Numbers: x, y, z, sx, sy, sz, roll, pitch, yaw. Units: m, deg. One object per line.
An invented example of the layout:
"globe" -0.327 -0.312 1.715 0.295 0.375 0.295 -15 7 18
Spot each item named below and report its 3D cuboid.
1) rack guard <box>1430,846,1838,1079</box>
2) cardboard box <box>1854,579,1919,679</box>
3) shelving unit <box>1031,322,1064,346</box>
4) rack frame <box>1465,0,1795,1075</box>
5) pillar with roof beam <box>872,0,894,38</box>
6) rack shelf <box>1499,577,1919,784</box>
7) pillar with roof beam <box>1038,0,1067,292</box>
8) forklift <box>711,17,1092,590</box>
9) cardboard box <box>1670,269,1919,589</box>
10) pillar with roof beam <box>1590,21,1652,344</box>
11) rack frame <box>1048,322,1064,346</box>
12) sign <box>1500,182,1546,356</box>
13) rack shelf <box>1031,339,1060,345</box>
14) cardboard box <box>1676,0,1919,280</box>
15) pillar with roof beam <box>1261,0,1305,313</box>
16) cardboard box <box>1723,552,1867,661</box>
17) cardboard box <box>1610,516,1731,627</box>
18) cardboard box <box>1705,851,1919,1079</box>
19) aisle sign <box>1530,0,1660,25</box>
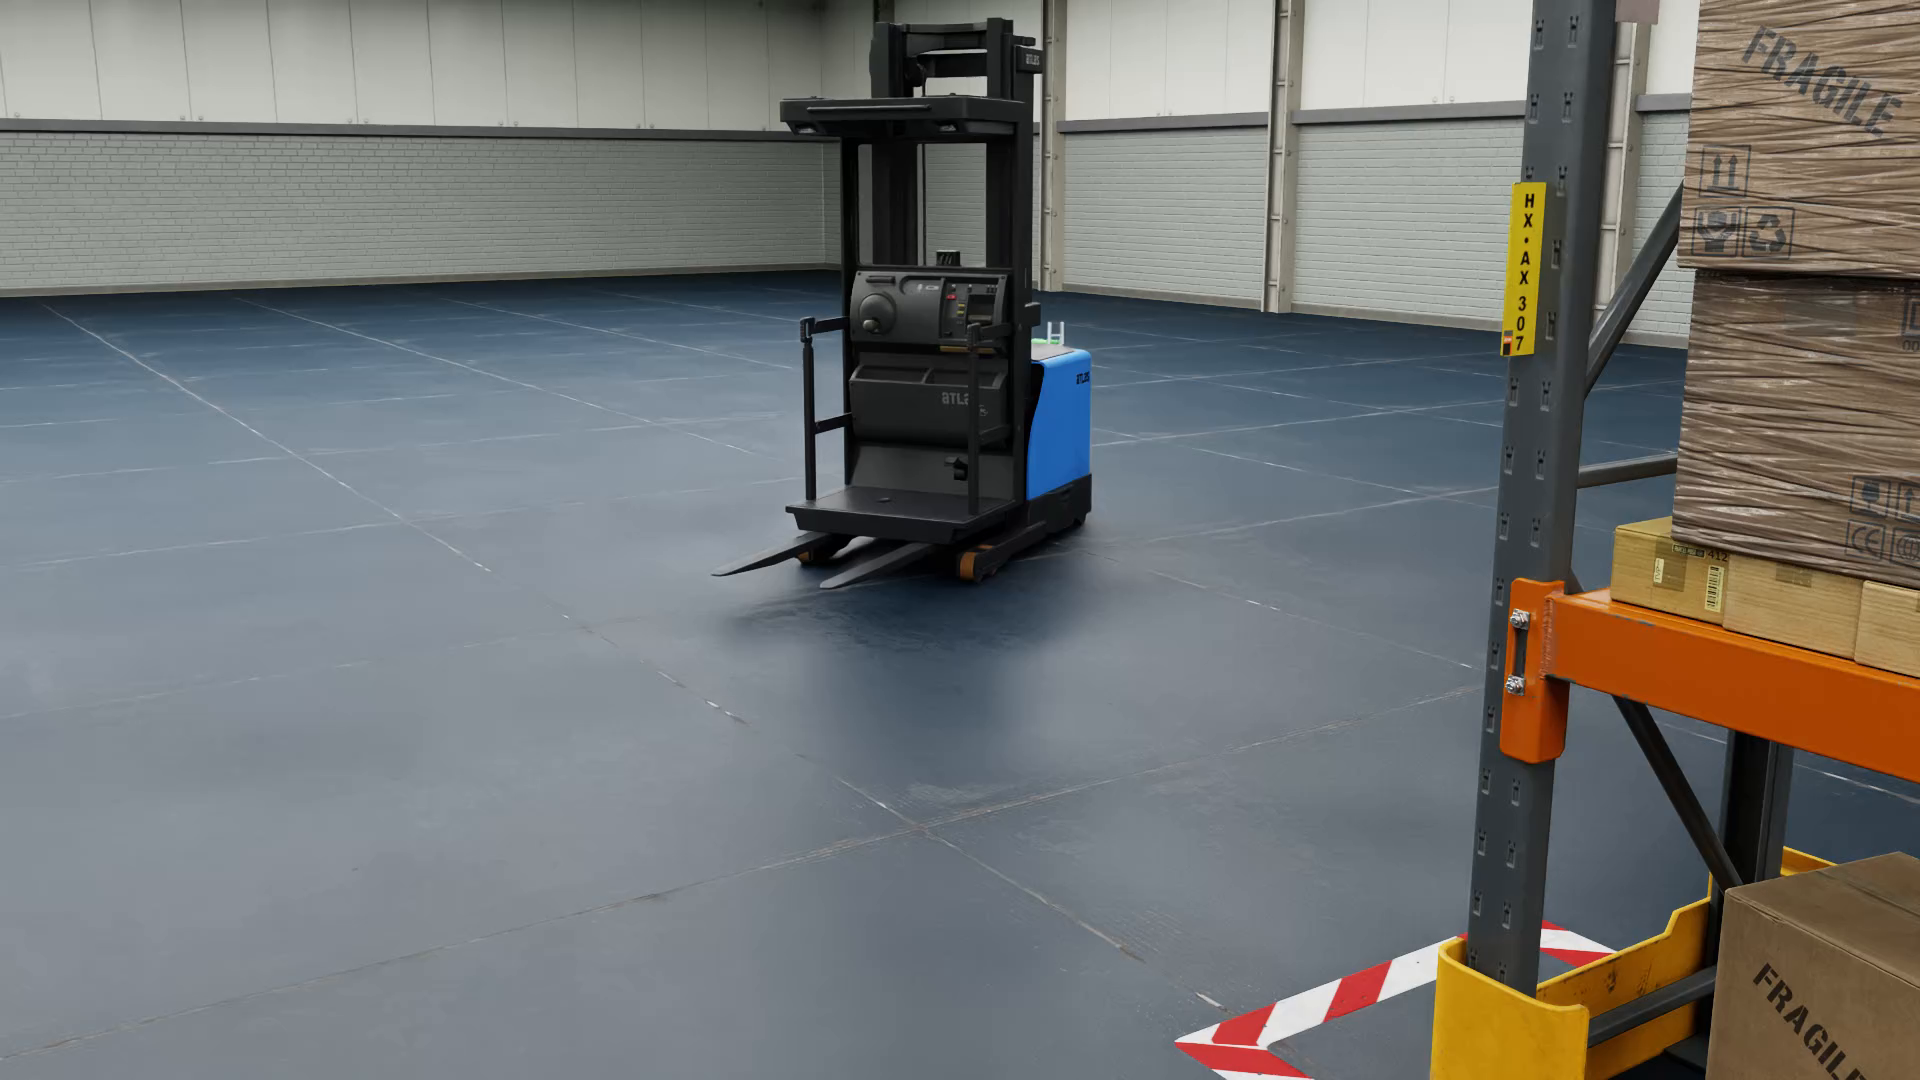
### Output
"rack guard" 1.571 1.077 3.765 1.175 0.500 0.348 -8 15 -33
"cardboard box" 1.737 0.137 2.801 0.380 0.149 0.250 -8 15 -33
"shelving unit" 0.372 -0.811 10.728 0.503 1.200 0.258 6 10 24
"rack frame" 1.529 -0.157 3.560 1.000 3.000 0.127 -8 15 -33
"pillar with roof beam" -5.198 -9.651 32.929 9.100 9.000 0.400 -8 15 -33
"rack shelf" 2.637 0.550 2.010 1.077 0.370 4.000 -8 15 -33
"pillar with roof beam" -1.873 -8.584 28.049 9.100 9.000 0.400 -8 15 -33
"forklift" -0.265 -1.311 8.996 1.130 2.935 3.031 6 14 24
"cardboard box" 1.811 -0.250 3.055 0.875 0.500 0.500 -8 15 -33
"pillar with roof beam" 4.775 -6.449 18.290 9.100 9.000 0.400 -8 15 -33
"rack frame" 0.594 -0.789 10.629 0.015 1.200 0.240 6 10 24
"sign" 1.077 -0.516 3.174 0.100 0.325 0.005 -8 15 -33
"rack shelf" 0.382 -1.221 10.660 0.480 0.148 0.258 6 10 24
"cardboard box" 1.607 -0.710 2.816 0.500 0.500 0.500 -8 15 -33
"pillar with roof beam" 1.451 -7.517 23.170 9.100 9.000 0.400 -8 15 -33
"cardboard box" 1.611 0.091 3.012 0.380 0.149 0.250 -8 15 -33
"cardboard box" 1.488 0.044 3.226 0.380 0.149 0.250 -8 15 -33
"cardboard box" 1.861 0.972 3.265 0.500 0.500 0.500 -5 13 -22
"aisle sign" 1.245 -1.403 3.170 0.394 0.787 0.004 -8 15 -33
